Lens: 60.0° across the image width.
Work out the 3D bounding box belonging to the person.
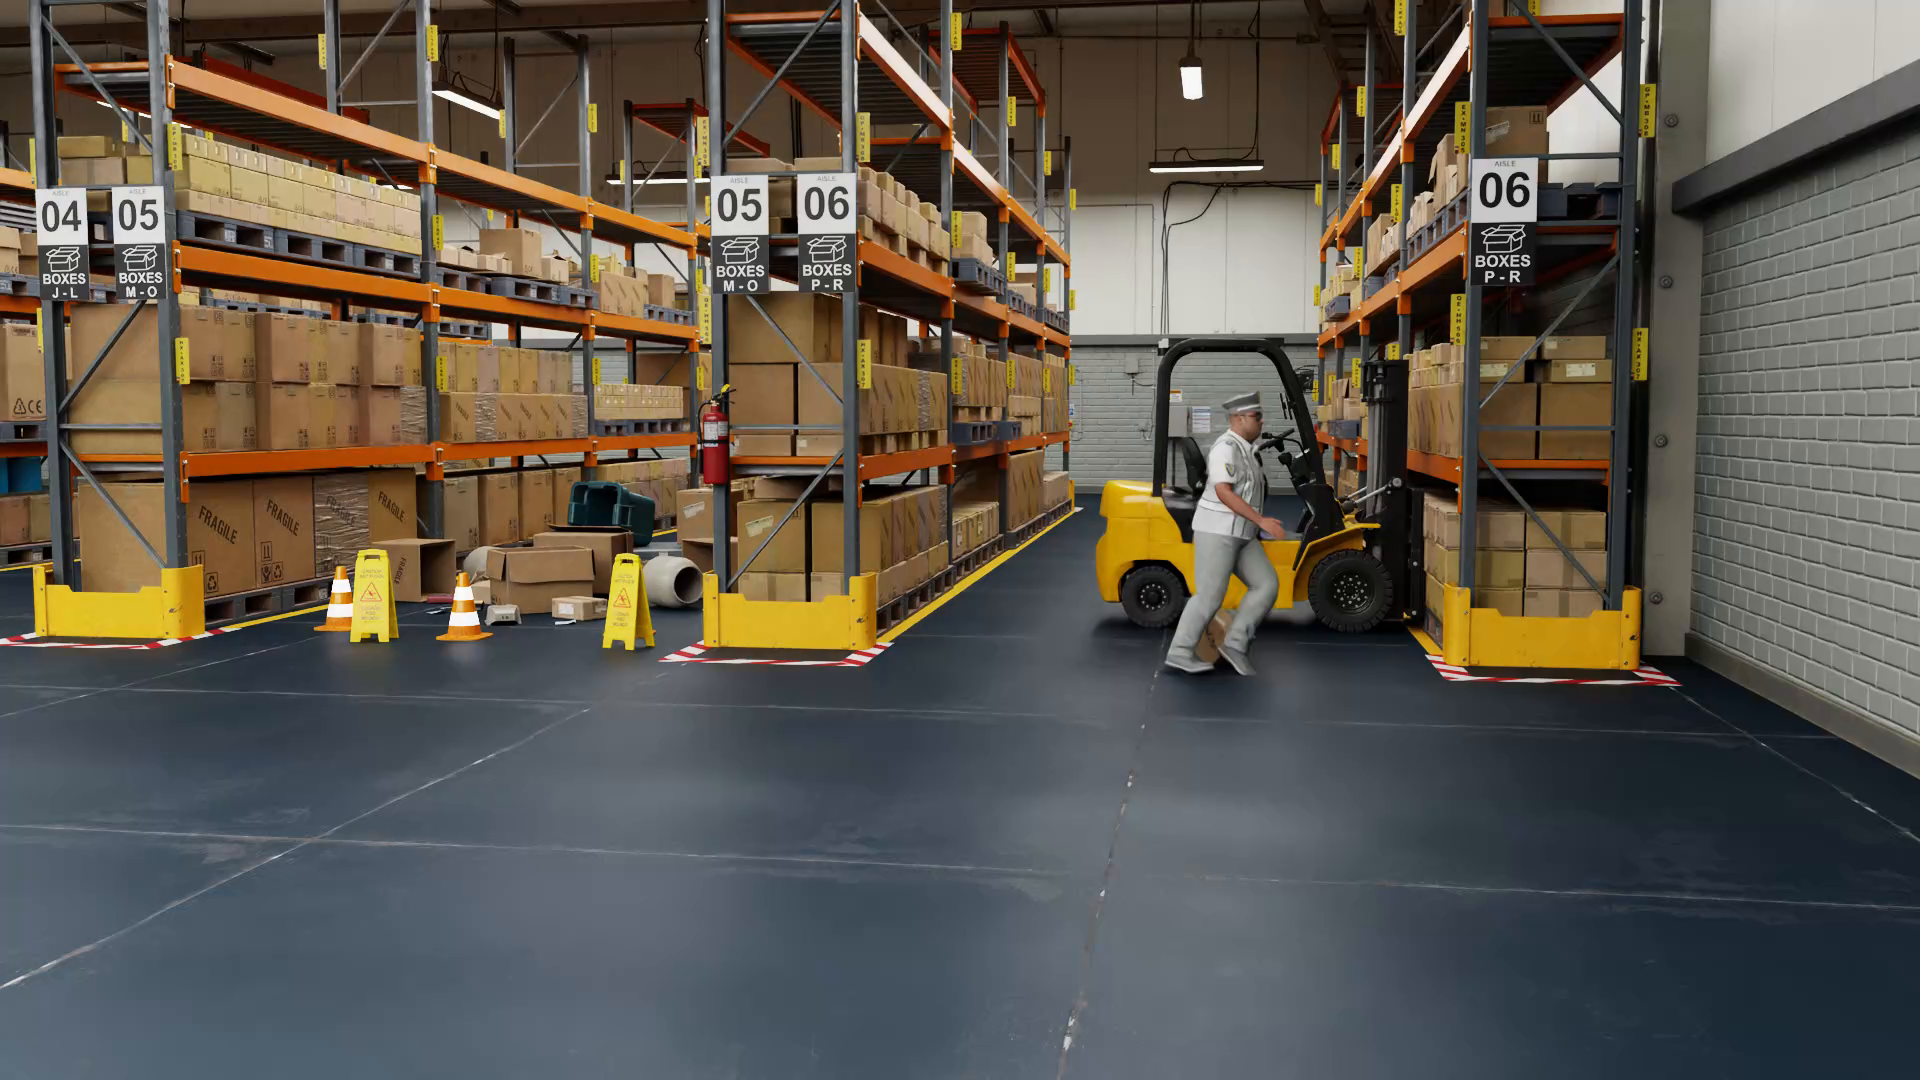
[{"bbox_3d":[1.661,-0.005,10.159,0.792,1.799,0.702,2,5,28],"label":"person"}]
